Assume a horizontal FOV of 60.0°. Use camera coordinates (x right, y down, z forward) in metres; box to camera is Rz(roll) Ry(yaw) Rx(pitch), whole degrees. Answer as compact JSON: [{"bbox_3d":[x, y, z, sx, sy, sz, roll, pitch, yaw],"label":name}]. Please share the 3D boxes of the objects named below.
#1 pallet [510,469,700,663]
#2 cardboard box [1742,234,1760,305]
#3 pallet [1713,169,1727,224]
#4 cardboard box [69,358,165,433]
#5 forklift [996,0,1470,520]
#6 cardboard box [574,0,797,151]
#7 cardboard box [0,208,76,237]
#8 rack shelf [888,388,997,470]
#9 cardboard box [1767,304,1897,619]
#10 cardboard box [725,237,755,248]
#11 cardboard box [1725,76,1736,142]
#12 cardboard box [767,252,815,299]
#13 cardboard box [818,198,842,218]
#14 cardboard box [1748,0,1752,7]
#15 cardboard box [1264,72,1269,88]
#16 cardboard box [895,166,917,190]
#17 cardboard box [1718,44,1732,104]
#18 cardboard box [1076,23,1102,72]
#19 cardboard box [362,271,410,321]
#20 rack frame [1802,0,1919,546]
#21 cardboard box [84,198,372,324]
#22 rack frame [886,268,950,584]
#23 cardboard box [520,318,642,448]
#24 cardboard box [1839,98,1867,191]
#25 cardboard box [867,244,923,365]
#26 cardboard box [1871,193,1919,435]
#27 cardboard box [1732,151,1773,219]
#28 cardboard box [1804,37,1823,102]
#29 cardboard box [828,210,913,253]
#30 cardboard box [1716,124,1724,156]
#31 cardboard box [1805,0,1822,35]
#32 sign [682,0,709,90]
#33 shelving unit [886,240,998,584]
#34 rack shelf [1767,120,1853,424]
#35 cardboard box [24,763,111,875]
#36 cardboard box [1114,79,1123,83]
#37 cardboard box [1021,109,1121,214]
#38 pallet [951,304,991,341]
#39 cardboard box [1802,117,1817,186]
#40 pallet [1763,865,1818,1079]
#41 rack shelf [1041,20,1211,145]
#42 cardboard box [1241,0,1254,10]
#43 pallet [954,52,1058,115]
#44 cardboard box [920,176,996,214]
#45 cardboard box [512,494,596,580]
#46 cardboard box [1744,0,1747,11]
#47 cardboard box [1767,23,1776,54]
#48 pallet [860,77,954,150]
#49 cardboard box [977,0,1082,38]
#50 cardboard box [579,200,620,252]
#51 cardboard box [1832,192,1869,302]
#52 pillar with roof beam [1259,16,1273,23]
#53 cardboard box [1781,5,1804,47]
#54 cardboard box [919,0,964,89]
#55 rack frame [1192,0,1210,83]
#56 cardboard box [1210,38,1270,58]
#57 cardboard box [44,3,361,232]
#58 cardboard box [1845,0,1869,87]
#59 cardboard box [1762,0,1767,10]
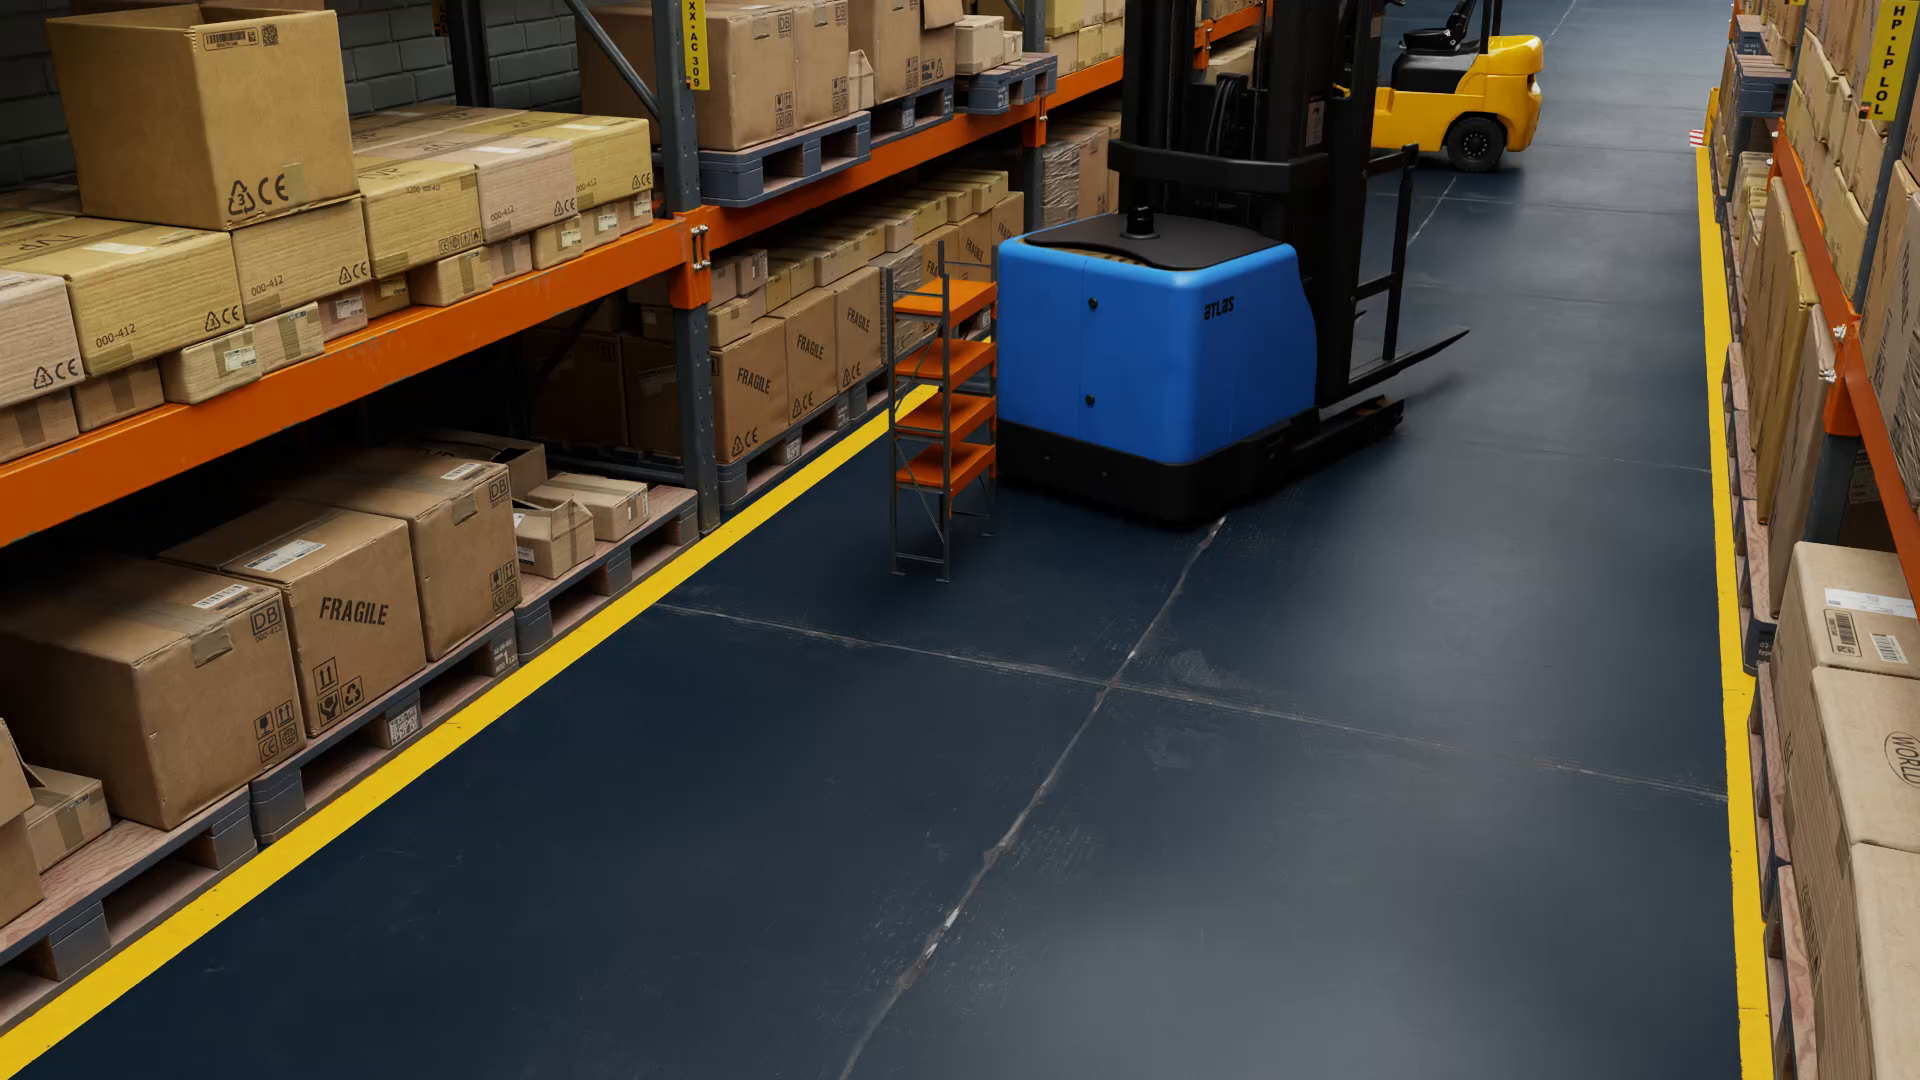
[{"bbox_3d":[-1.733,0.042,6.375,1.003,0.211,1.213,9,24,20],"label":"pallet"},{"bbox_3d":[4.838,-1.394,9.060,0.950,0.372,0.625,7,24,16],"label":"cardboard box"},{"bbox_3d":[6.321,-2.602,12.706,1.003,0.211,1.213,9,24,20],"label":"pallet"},{"bbox_3d":[-2.225,-0.395,4.130,0.380,0.149,0.250,9,24,21],"label":"cardboard box"},{"bbox_3d":[1.479,-1.922,7.548,1.130,2.935,3.031,19,29,37],"label":"forklift"},{"bbox_3d":[-1.089,-1.871,6.663,0.700,0.500,0.500,9,24,21],"label":"cardboard box"},{"bbox_3d":[-2.657,-0.690,4.319,0.500,0.250,0.500,10,25,22],"label":"cardboard box"},{"bbox_3d":[-0.061,-0.432,6.403,0.258,0.148,0.480,9,24,20],"label":"rack shelf"},{"bbox_3d":[3.289,-0.227,5.614,0.875,0.875,0.875,10,25,22],"label":"cardboard box"},{"bbox_3d":[-1.210,-1.372,8.000,0.380,0.149,0.250,9,24,22],"label":"cardboard box"},{"bbox_3d":[6.263,-3.347,12.921,0.500,0.500,0.500,9,24,21],"label":"cardboard box"},{"bbox_3d":[-0.891,-1.224,7.644,0.380,0.149,0.250,8,24,19],"label":"cardboard box"},{"bbox_3d":[-0.855,-1.743,8.888,0.380,0.149,0.250,8,24,19],"label":"cardboard box"},{"bbox_3d":[6.412,-4.393,12.860,0.500,0.500,0.500,9,24,22],"label":"cardboard box"},{"bbox_3d":[2.532,-4.177,15.232,0.500,0.250,0.500,9,24,20],"label":"cardboard box"},{"bbox_3d":[-0.474,-2.119,9.788,0.380,0.149,0.250,10,25,23],"label":"cardboard box"},{"bbox_3d":[7.026,-4.088,14.696,0.500,0.500,0.500,8,24,18],"label":"cardboard box"},{"bbox_3d":[0.592,-3.155,10.607,0.500,0.250,0.500,8,24,19],"label":"cardboard box"},{"bbox_3d":[-1.902,-0.769,5.026,0.380,0.149,0.250,9,24,21],"label":"cardboard box"},{"bbox_3d":[3.133,-0.781,4.727,1.000,3.000,0.127,9,24,20],"label":"rack frame"},{"bbox_3d":[-2.001,-0.799,4.579,0.500,0.250,0.500,8,24,19],"label":"cardboard box"},{"bbox_3d":[-0.152,-0.407,6.168,0.240,1.200,0.015,9,24,20],"label":"rack frame"},{"bbox_3d":[-1.569,-0.748,7.348,0.500,0.500,0.500,9,24,20],"label":"cardboard box"},{"bbox_3d":[3.250,-1.315,5.552,0.500,0.250,0.500,9,24,21],"label":"cardboard box"},{"bbox_3d":[-0.512,-1.226,8.491,0.500,0.500,0.500,8,24,18],"label":"cardboard box"},{"bbox_3d":[2.525,-0.517,3.966,0.500,0.500,0.500,9,24,20],"label":"cardboard box"},{"bbox_3d":[5.912,-2.437,11.556,0.950,0.372,0.625,9,24,21],"label":"cardboard box"},{"bbox_3d":[4.008,-2.043,7.295,0.500,0.250,0.500,9,24,21],"label":"cardboard box"},{"bbox_3d":[-0.458,-1.578,8.492,0.380,0.149,0.250,8,24,18],"label":"cardboard box"},{"bbox_3d":[6.647,-3.372,13.954,0.500,0.250,0.500,11,25,24],"label":"cardboard box"},{"bbox_3d":[4.209,-2.578,7.603,0.500,0.500,0.500,8,24,18],"label":"cardboard box"},{"bbox_3d":[-0.970,-1.815,6.079,0.100,0.325,0.005,9,24,20],"label":"sign"},{"bbox_3d":[-0.061,-0.494,6.377,0.258,1.200,0.503,9,24,20],"label":"shelving unit"},{"bbox_3d":[3.876,-1.164,6.579,1.077,0.370,4.000,9,24,20],"label":"rack shelf"},{"bbox_3d":[-2.453,0.711,4.309,0.380,0.149,0.250,8,24,18],"label":"cardboard box"},{"bbox_3d":[1.498,-3.943,14.023,0.500,0.250,0.500,9,24,21],"label":"cardboard box"},{"bbox_3d":[0.739,-2.717,11.898,0.875,0.625,0.625,8,24,18],"label":"cardboard box"},{"bbox_3d":[-0.303,-1.373,9.763,1.003,0.211,1.213,9,24,20],"label":"pallet"},{"bbox_3d":[3.829,-1.631,6.957,0.500,0.250,0.500,10,25,22],"label":"cardboard box"},{"bbox_3d":[2.326,1.205,3.591,1.003,0.211,1.213,9,24,20],"label":"pallet"},{"bbox_3d":[0.752,-3.305,11.704,1.077,0.370,4.000,9,24,20],"label":"rack shelf"},{"bbox_3d":[2.267,-4.891,14.437,0.500,0.500,0.500,9,24,20],"label":"cardboard box"},{"bbox_3d":[-0.178,-2.580,9.284,1.213,0.211,1.003,9,24,20],"label":"pallet"},{"bbox_3d":[-0.012,-1.946,9.374,0.380,0.149,0.250,7,24,17],"label":"cardboard box"},{"bbox_3d":[-1.544,-0.053,5.988,0.396,0.266,0.258,10,25,22],"label":"cardboard box"},{"bbox_3d":[6.816,-4.510,13.981,0.380,0.149,0.250,9,24,21],"label":"cardboard box"},{"bbox_3d":[4.797,-2.833,9.422,0.380,0.149,0.250,9,24,21],"label":"cardboard box"},{"bbox_3d":[-0.709,-2.136,8.222,1.003,0.211,1.213,9,24,20],"label":"pallet"},{"bbox_3d":[0.424,-3.203,10.073,0.500,0.250,0.500,9,24,20],"label":"cardboard box"},{"bbox_3d":[-1.437,-1.128,5.884,0.380,0.149,0.250,9,24,21],"label":"cardboard box"},{"bbox_3d":[3.066,-0.908,5.227,0.500,0.250,0.500,8,24,19],"label":"cardboard box"},{"bbox_3d":[8.111,-9.963,18.927,9.100,9.000,0.400,9,24,20],"label":"pillar with roof beam"},{"bbox_3d":[4.530,-2.792,8.481,0.500,0.500,0.500,8,24,19],"label":"cardboard box"},{"bbox_3d":[-0.426,-2.552,8.290,0.797,0.503,0.637,8,24,19],"label":"cardboard box"},{"bbox_3d":[1.495,-4.353,13.279,1.000,3.000,0.127,9,24,20],"label":"rack frame"},{"bbox_3d":[2.541,-4.415,15.154,0.500,0.250,0.500,8,24,19],"label":"cardboard box"},{"bbox_3d":[-1.987,-1.133,4.407,0.500,0.500,0.500,9,24,21],"label":"cardboard box"},{"bbox_3d":[3.458,-1.849,5.858,0.500,0.500,0.500,10,24,22],"label":"cardboard box"},{"bbox_3d":[5.282,-3.540,10.272,0.500,0.500,0.500,9,24,20],"label":"cardboard box"}]
